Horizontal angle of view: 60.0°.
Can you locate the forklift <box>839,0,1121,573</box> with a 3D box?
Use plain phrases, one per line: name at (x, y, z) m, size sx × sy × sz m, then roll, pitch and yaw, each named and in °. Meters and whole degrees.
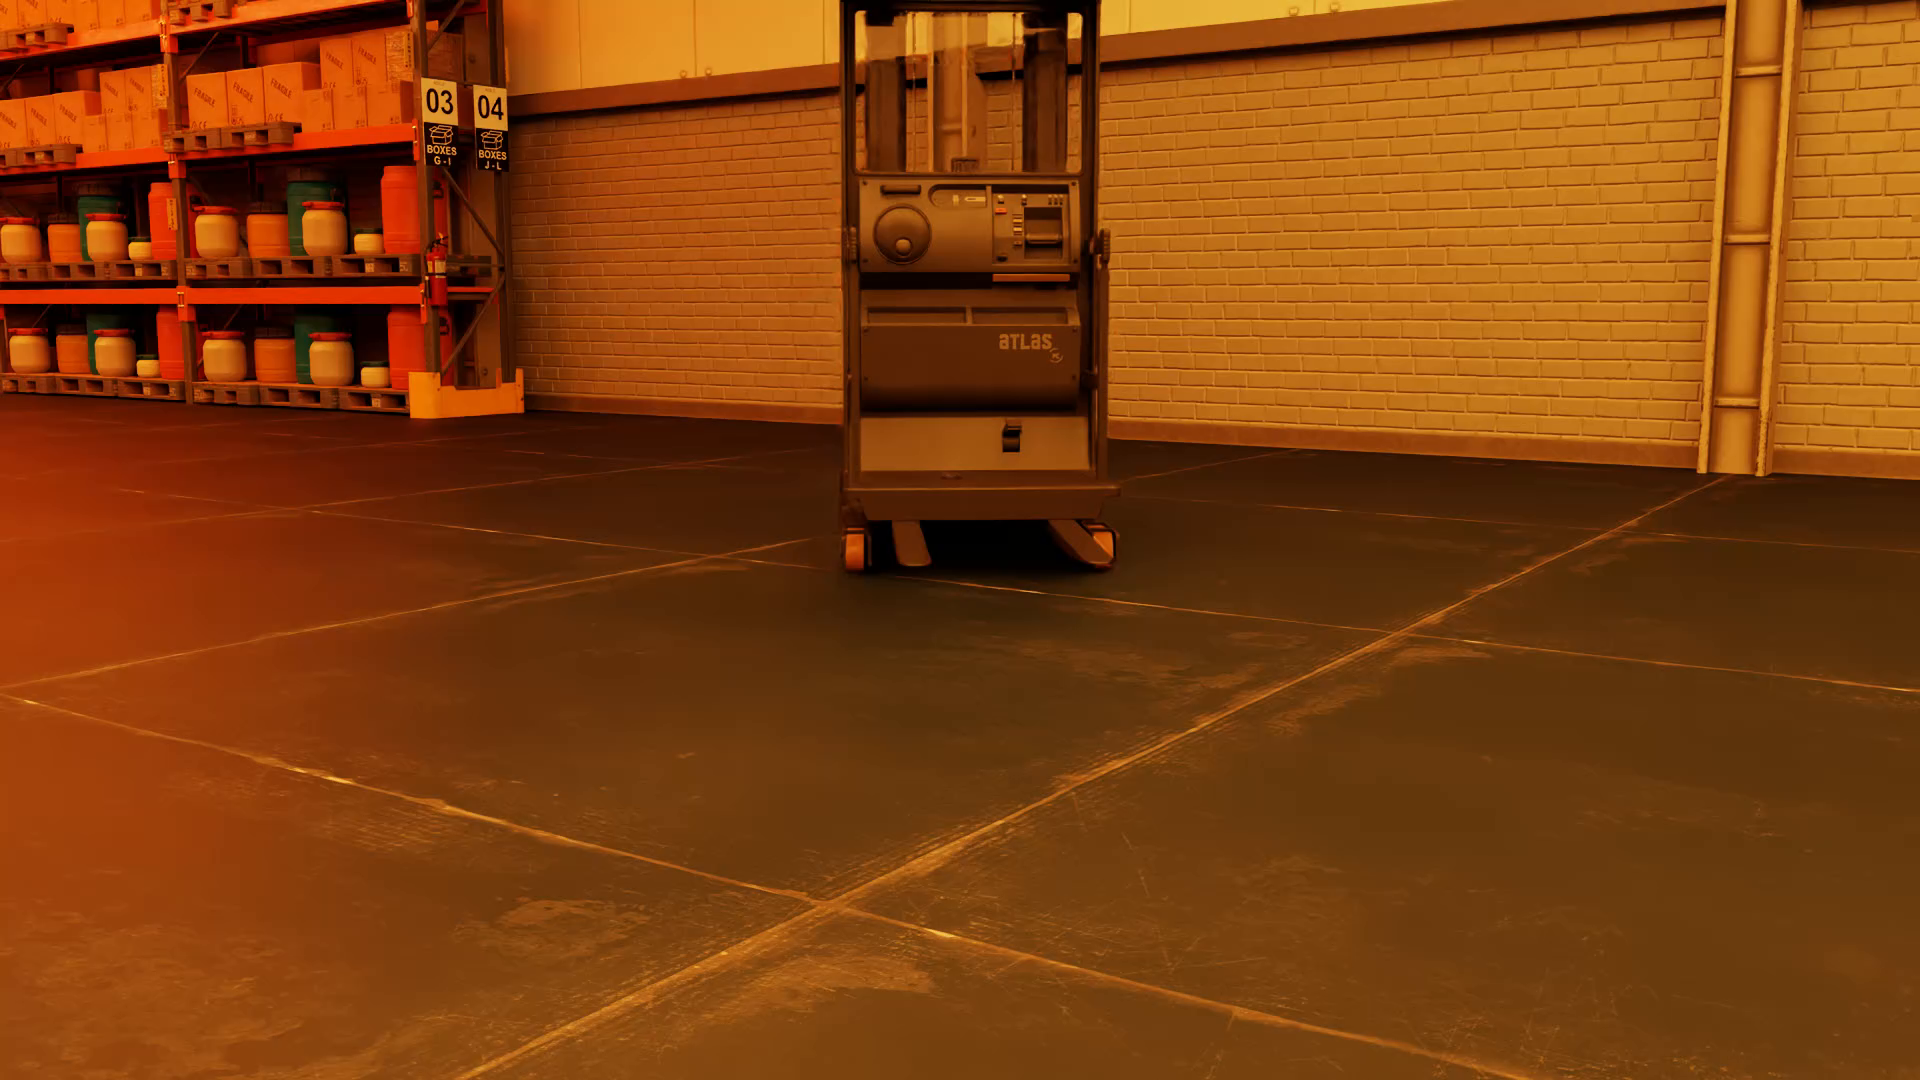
forklift at (0.058, -1.364, 6.786) m, size 1.130 × 2.935 × 3.031 m, roll -1°, pitch 8°, yaw -4°
